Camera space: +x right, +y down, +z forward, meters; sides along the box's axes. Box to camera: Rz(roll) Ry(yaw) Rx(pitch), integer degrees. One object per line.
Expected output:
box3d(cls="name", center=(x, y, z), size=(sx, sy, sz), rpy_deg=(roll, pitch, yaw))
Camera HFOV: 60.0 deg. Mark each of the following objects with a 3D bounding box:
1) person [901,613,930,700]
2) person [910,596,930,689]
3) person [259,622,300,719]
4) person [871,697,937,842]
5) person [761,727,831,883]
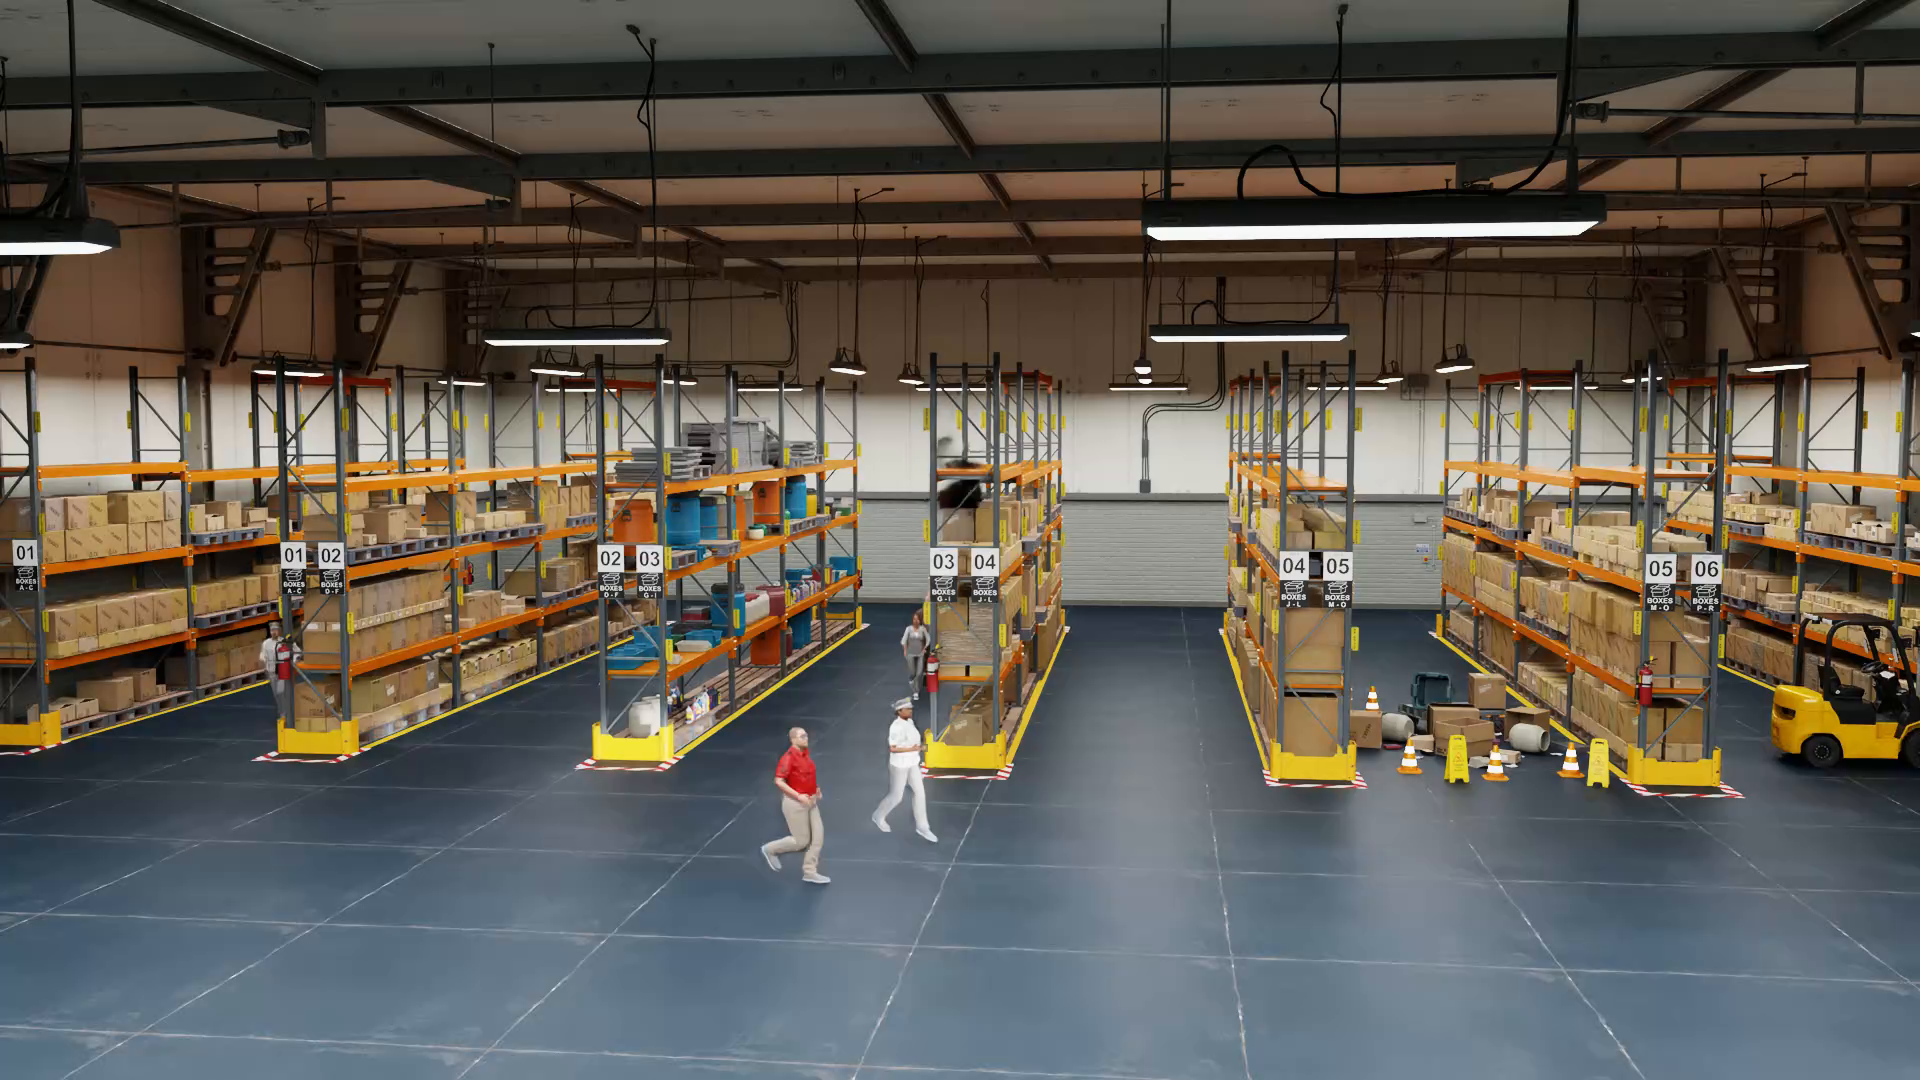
box3d(cls="person", center=(-0.796, 2.101, 30.163), size=(0.538, 1.557, 0.549), rpy_deg=(0, 4, -4))
box3d(cls="person", center=(-0.584, 1.910, 31.394), size=(0.709, 1.737, 0.757), rpy_deg=(0, 4, -5))
box3d(cls="person", center=(-11.332, 2.214, 27.634), size=(0.590, 1.740, 0.726), rpy_deg=(0, 4, -1))
box3d(cls="person", center=(-0.680, 2.727, 19.952), size=(0.883, 1.721, 0.574), rpy_deg=(3, 5, 35))
box3d(cls="person", center=(-1.766, 2.873, 18.090), size=(0.783, 1.688, 0.680), rpy_deg=(2, 4, 22))
